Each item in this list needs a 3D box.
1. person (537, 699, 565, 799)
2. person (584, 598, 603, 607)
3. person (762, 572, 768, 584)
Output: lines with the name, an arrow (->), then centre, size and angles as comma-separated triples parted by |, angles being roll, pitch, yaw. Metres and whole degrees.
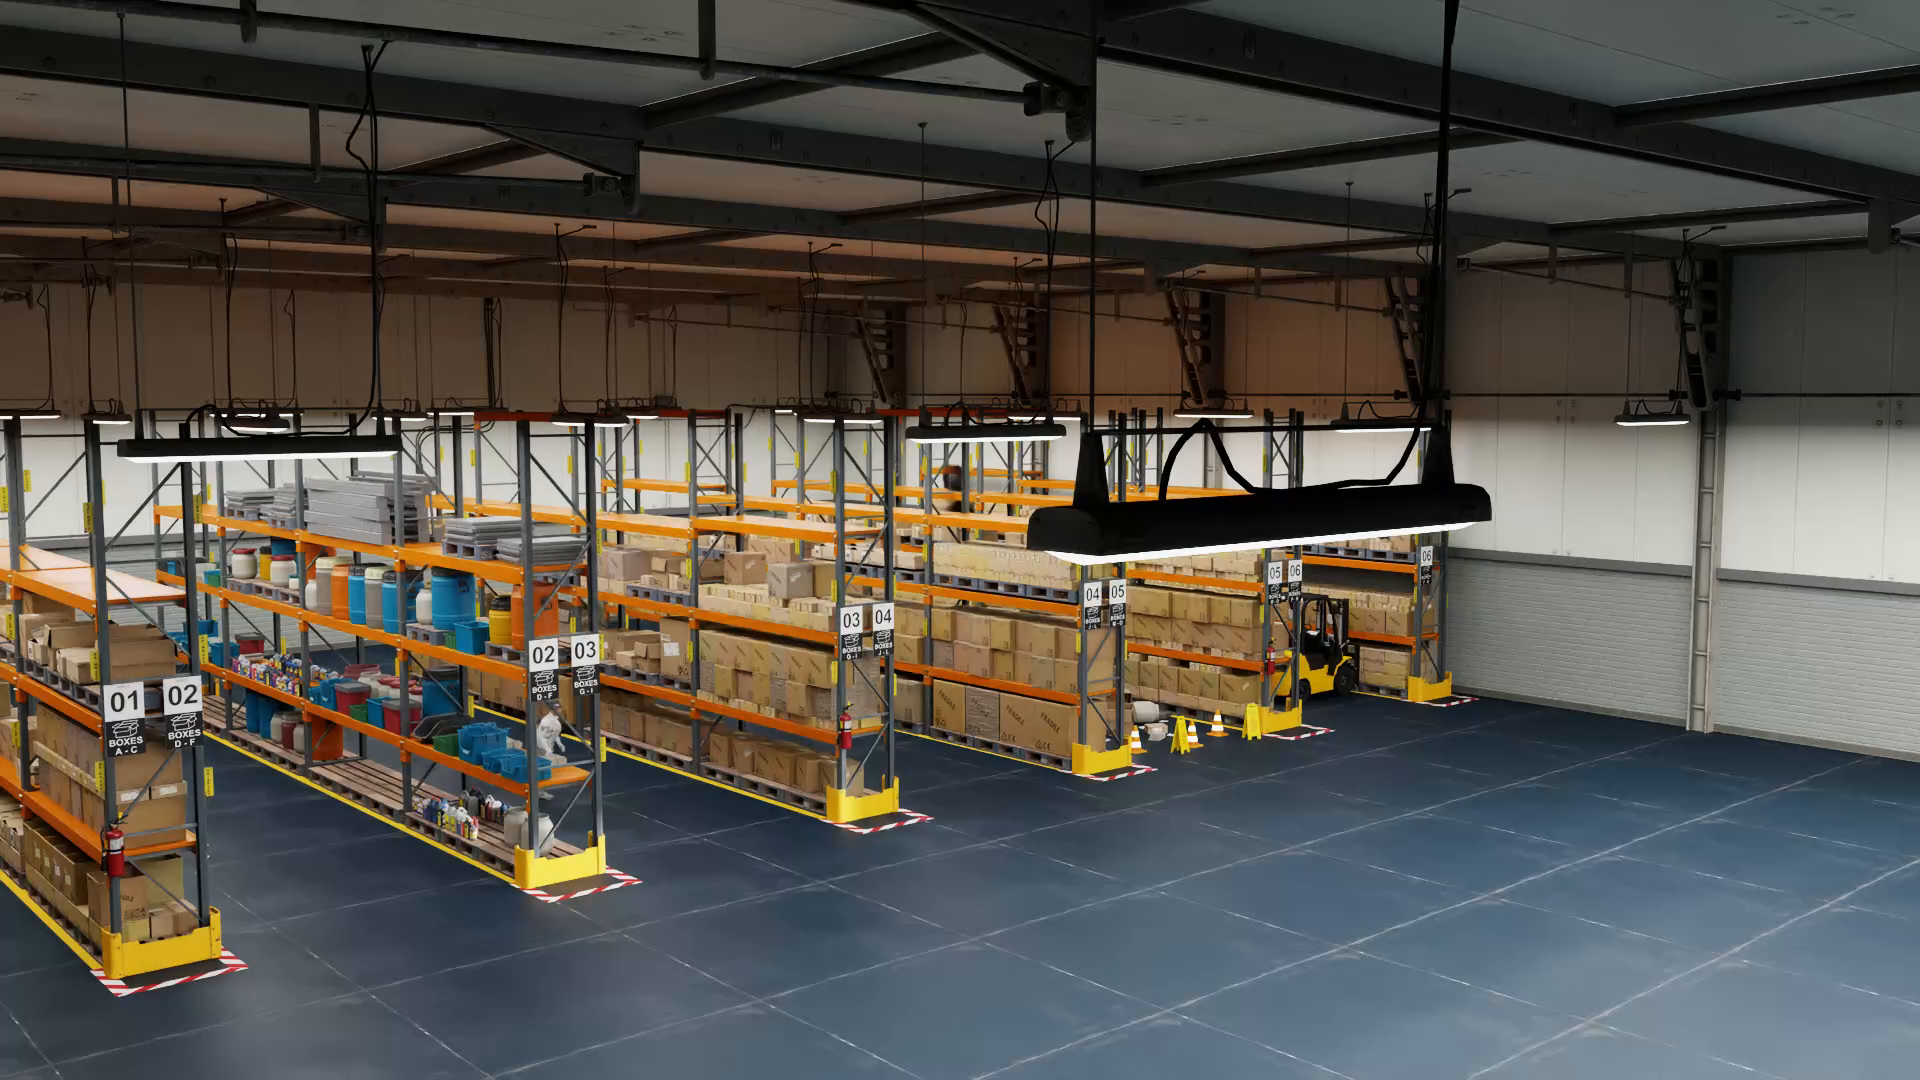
person -> -6.538, 3.263, 25.988 | 0.759, 1.624, 0.606 | 0, 5, 5
person -> -8.918, 1.970, 40.766 | 0.570, 1.621, 0.925 | 2, 5, 23
person -> -5.258, 1.399, 46.469 | 0.693, 1.742, 0.649 | 3, 6, 30
